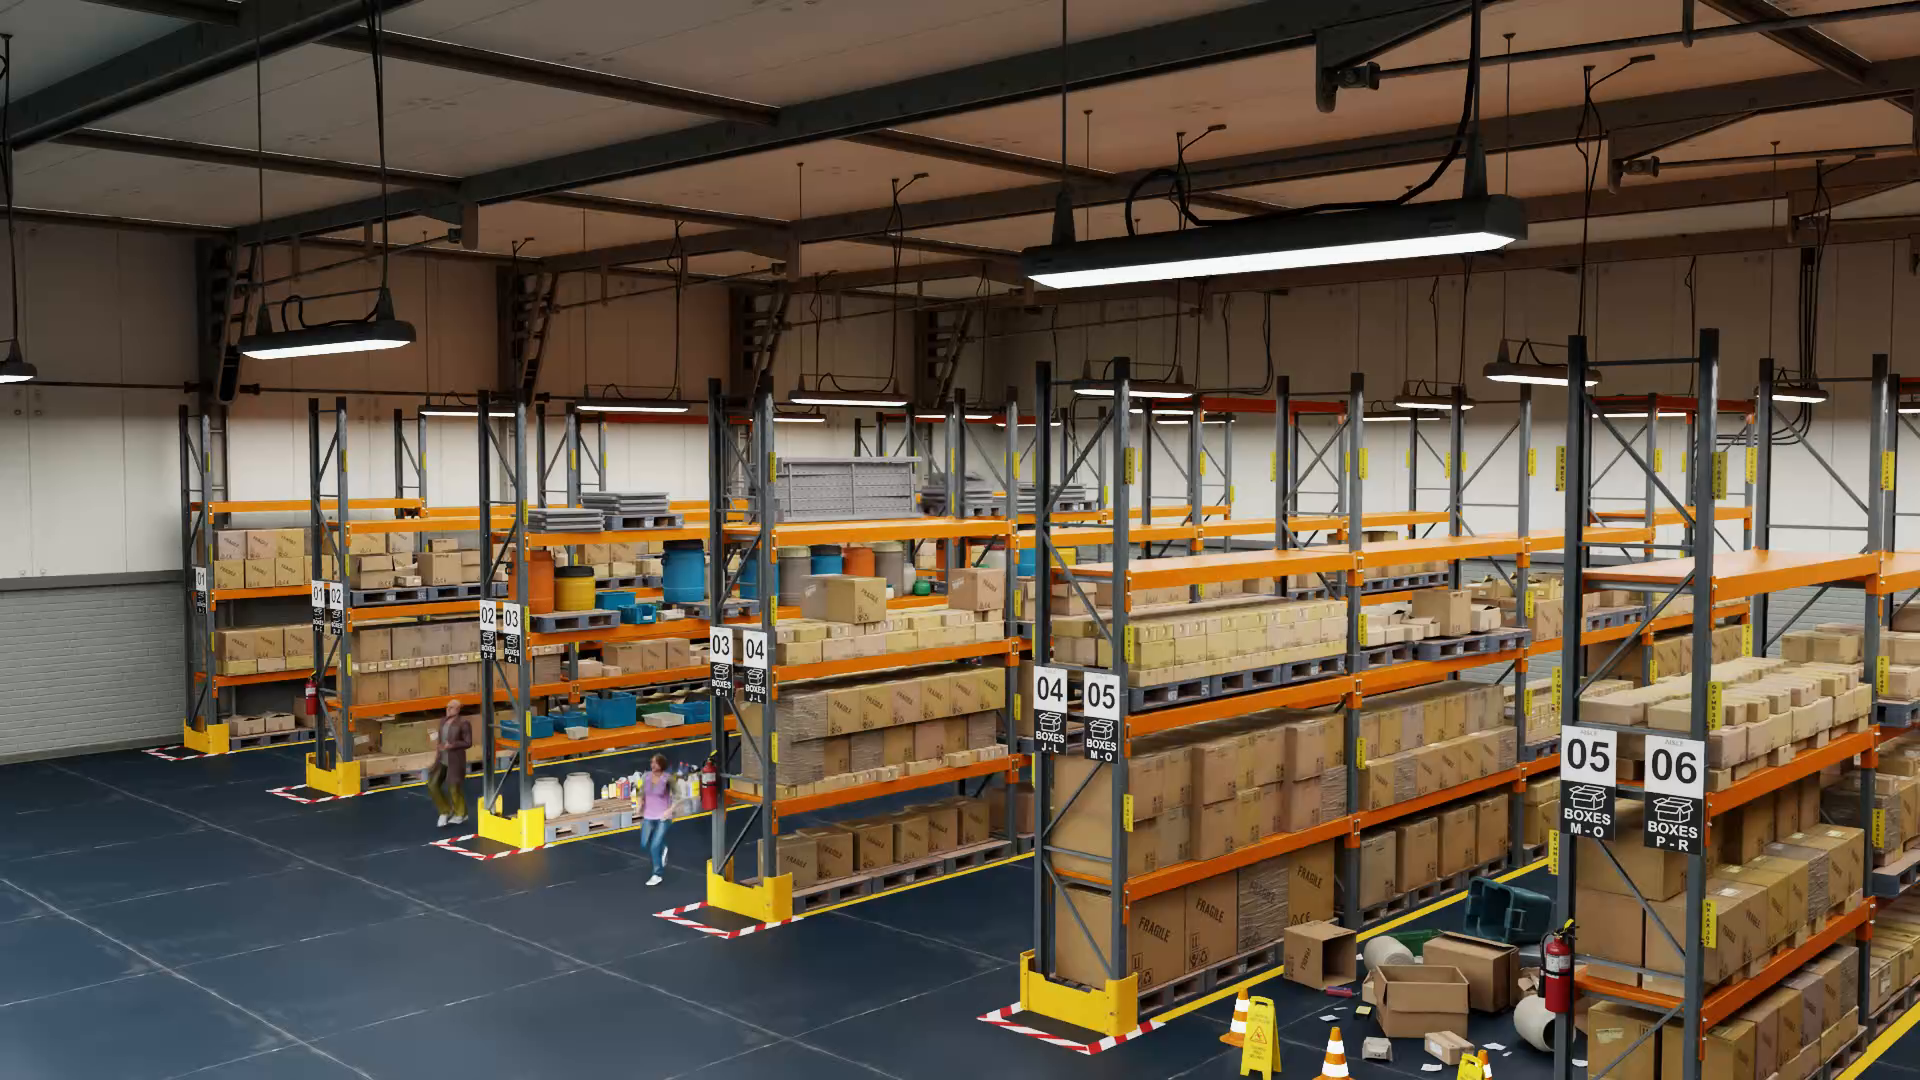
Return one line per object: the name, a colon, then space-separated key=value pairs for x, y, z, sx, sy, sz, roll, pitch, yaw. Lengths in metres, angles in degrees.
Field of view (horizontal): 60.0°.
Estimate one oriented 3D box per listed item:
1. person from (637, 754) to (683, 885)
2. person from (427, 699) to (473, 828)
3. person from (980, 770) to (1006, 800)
person: x=-3.623 y=3.337 z=19.973 sx=0.579 sy=1.554 sz=0.547 roll=1 pitch=3 yaw=14
person: x=-7.029 y=3.090 z=22.893 sx=0.700 sy=1.789 sz=0.734 roll=1 pitch=3 yaw=22
person: x=0.524 y=3.103 z=23.847 sx=0.522 sy=1.636 sz=0.690 roll=3 pitch=4 yaw=44
